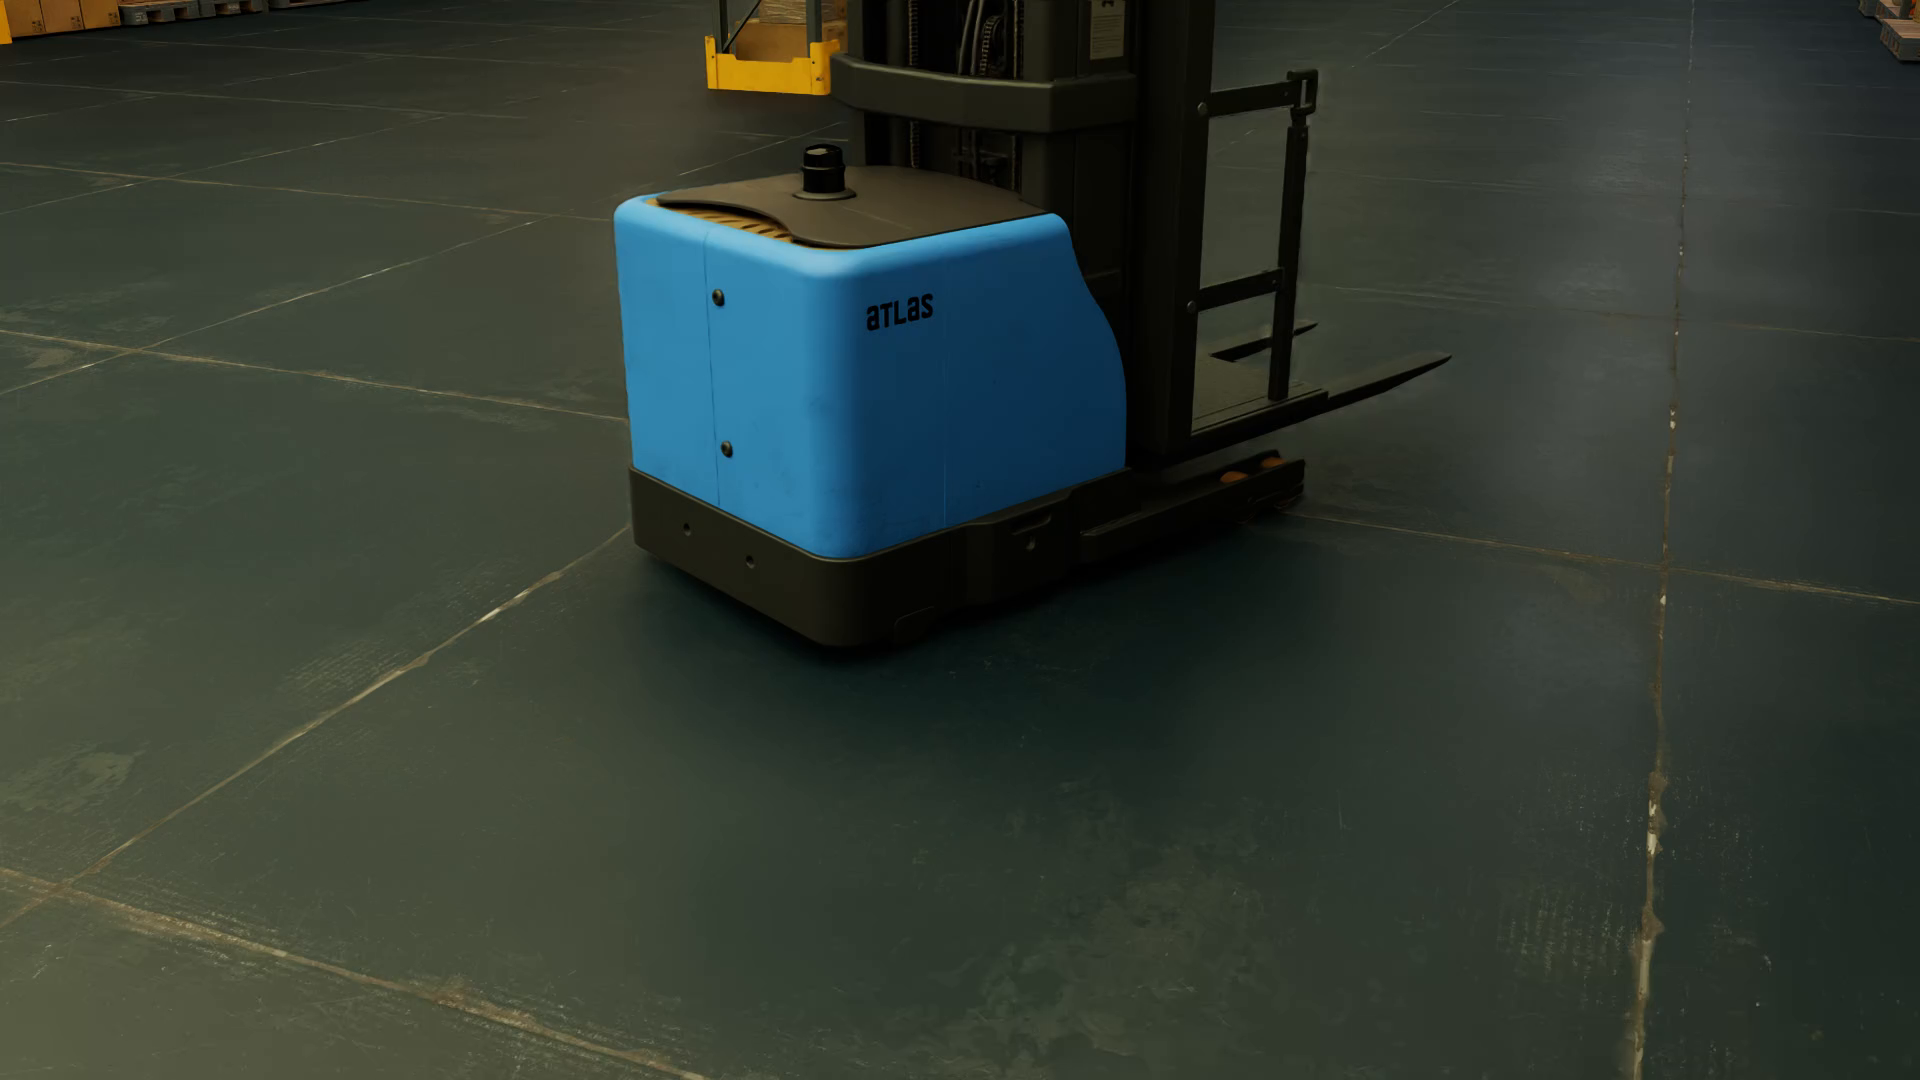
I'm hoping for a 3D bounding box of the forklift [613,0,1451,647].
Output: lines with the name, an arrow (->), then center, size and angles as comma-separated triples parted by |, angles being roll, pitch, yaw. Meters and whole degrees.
forklift -> 0.469, -1.535, 4.965 | 3.031, 2.935, 1.130 | -19, 29, -38
